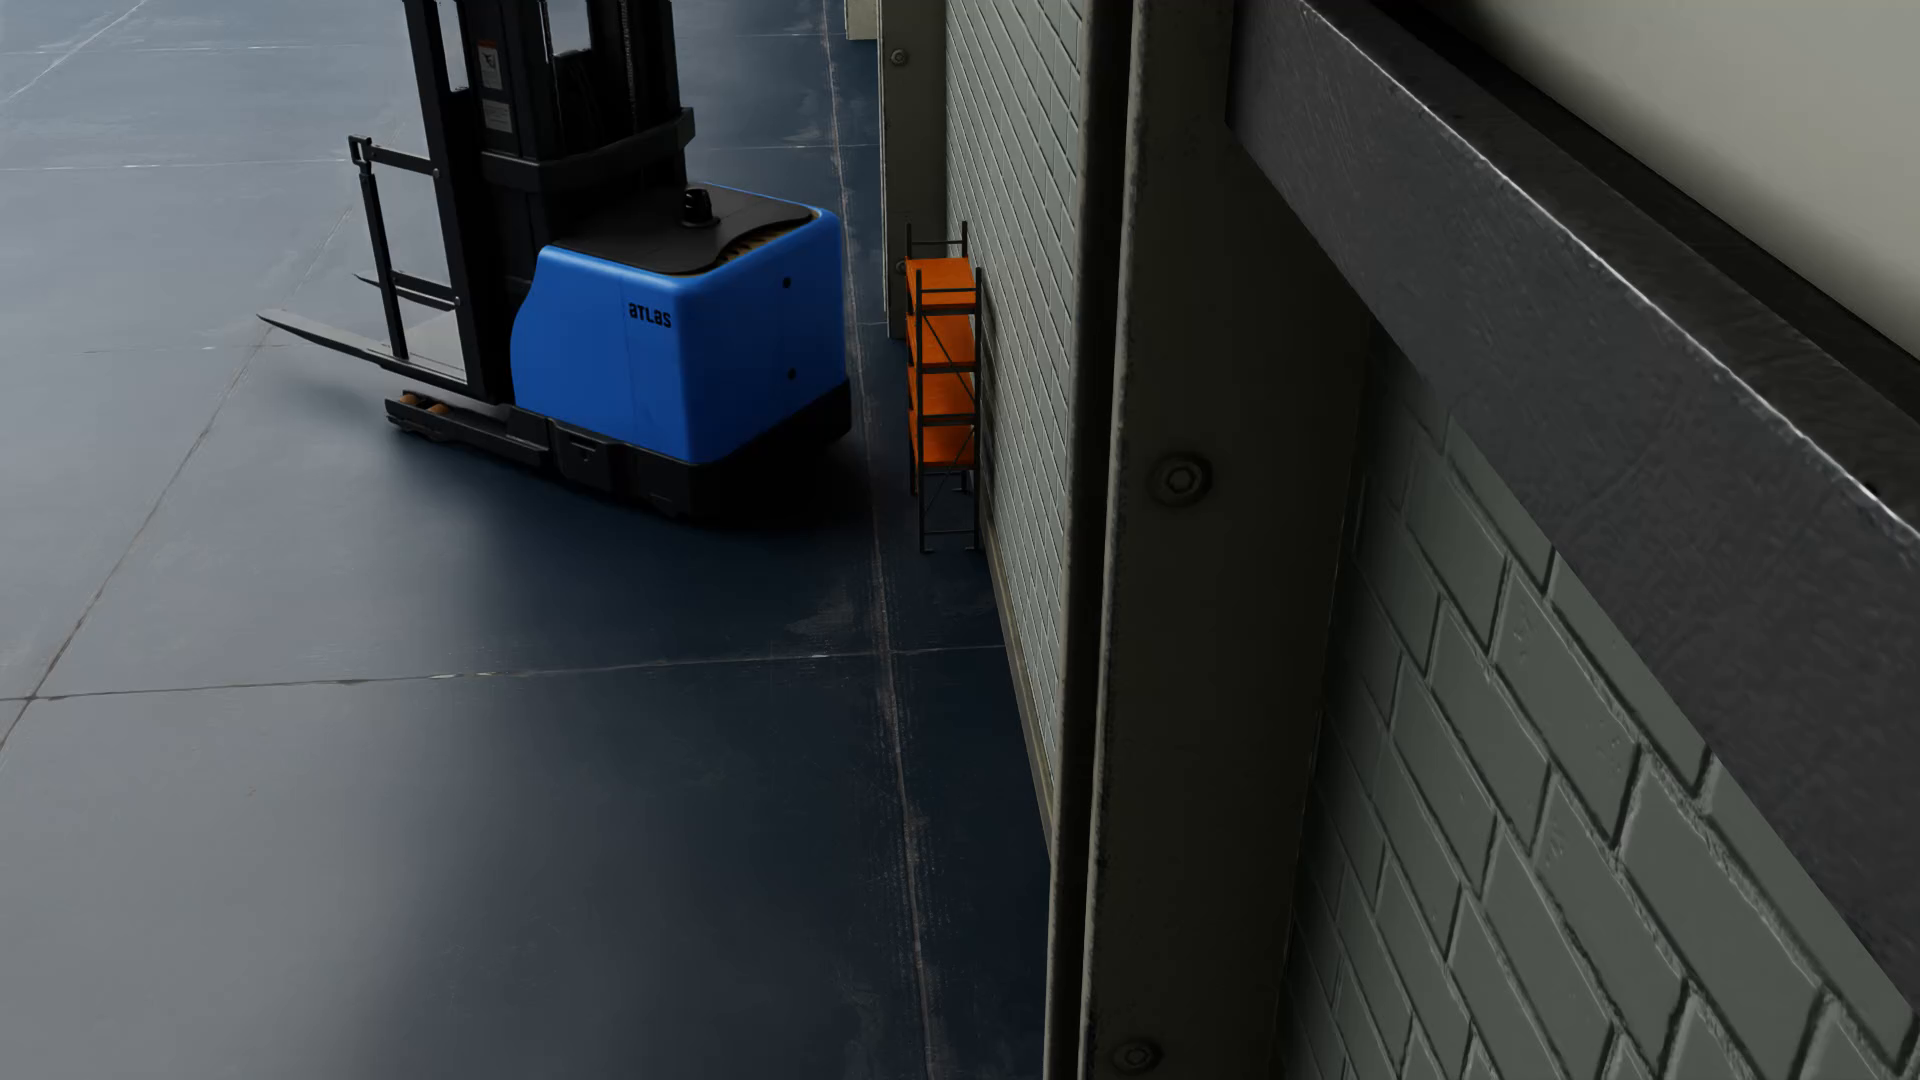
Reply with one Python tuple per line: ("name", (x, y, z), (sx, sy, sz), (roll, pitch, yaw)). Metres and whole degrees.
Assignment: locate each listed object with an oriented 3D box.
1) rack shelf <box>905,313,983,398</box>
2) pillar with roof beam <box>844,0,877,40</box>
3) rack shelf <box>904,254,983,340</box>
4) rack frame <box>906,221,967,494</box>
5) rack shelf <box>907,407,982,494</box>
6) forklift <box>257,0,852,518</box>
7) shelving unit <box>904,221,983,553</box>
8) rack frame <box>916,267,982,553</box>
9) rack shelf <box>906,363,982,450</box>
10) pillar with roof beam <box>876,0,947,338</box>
("rack shelf", (-0.067, -0.733, 6.501), (0.258, 0.148, 0.480), (-3, 31, -5))
("pillar with roof beam", (-5.076, -7.858, 11.130), (9.100, 9.000, 0.400), (-3, 31, -5))
("rack shelf", (-0.067, -0.936, 6.380), (0.258, 0.148, 0.480), (-3, 31, -5))
("rack frame", (-0.092, -0.723, 6.789), (0.240, 1.200, 0.015), (-3, 31, -5))
("rack shelf", (-0.068, -0.370, 6.717), (0.258, 0.148, 0.480), (-3, 31, -5))
("forklift", (-2.005, -1.909, 7.088), (3.031, 2.935, 1.130), (18, 35, 27))
("shelving unit", (-0.067, -0.598, 6.581), (0.258, 1.200, 0.503), (-3, 31, -5))
("rack frame", (-0.043, -0.474, 6.373), (0.240, 1.200, 0.015), (-3, 31, -5))
("rack shelf", (-0.068, -0.540, 6.615), (0.258, 0.148, 0.480), (-3, 31, -5))
("pillar with roof beam", (-4.515, -4.794, 6.001), (9.100, 9.000, 0.400), (-3, 31, -5))
